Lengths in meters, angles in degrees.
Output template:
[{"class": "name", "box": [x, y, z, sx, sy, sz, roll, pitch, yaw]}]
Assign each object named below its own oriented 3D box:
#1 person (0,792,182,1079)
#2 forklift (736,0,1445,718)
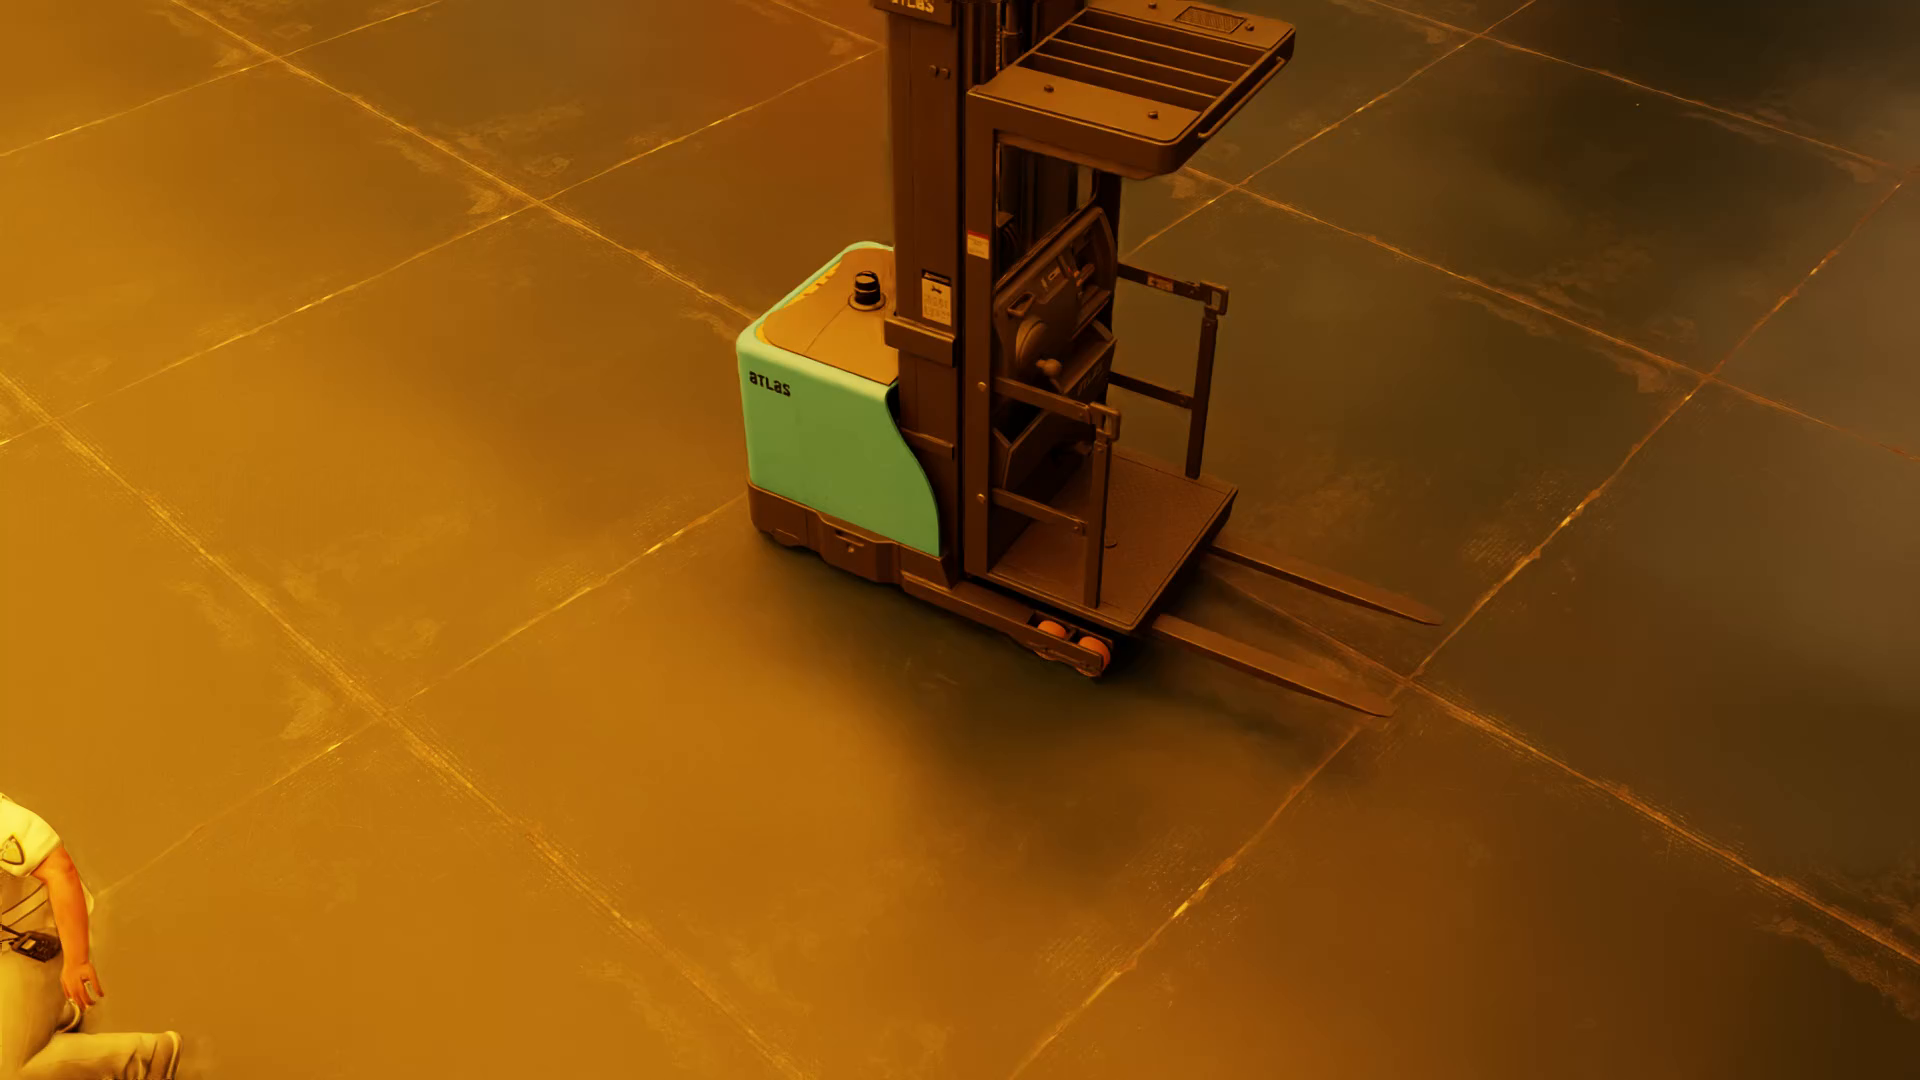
[{"class": "person", "box": [-2.982, 1.172, 5.104, 1.044, 1.631, 0.523, 30, 49, 30]}, {"class": "forklift", "box": [0.561, -0.936, 6.519, 3.031, 2.935, 1.130, 21, 45, 23]}]
